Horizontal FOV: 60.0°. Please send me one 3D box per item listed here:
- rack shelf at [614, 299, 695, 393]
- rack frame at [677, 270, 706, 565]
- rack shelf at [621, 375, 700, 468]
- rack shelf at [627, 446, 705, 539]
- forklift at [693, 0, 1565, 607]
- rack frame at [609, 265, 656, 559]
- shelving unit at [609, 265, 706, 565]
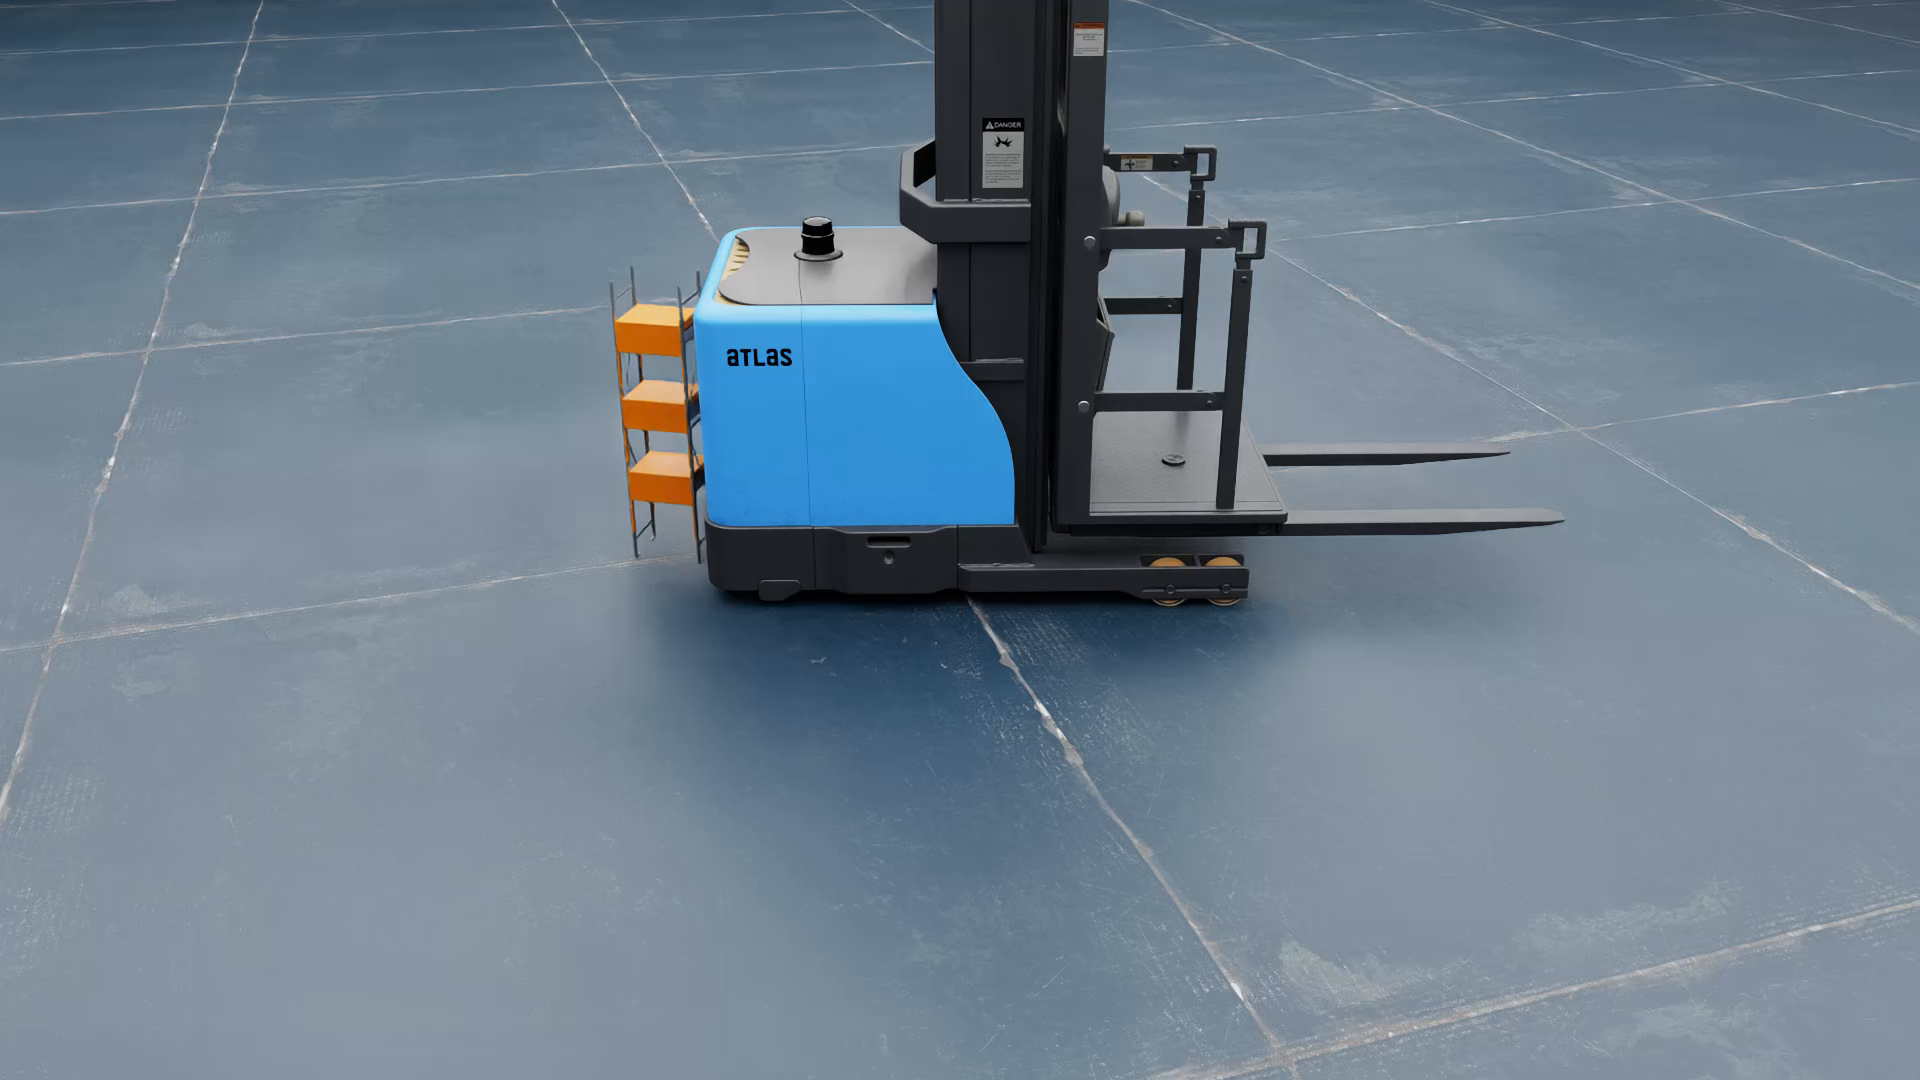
[{"bbox_3d":[-1.050,-0.682,5.825,0.240,0.259,0.215,5,26,11],"label":"rack shelf"},{"bbox_3d":[-0.931,-0.424,5.921,0.008,1.050,0.200,5,26,11],"label":"rack frame"},{"bbox_3d":[-1.050,-0.426,5.948,0.240,0.259,0.215,5,26,11],"label":"rack shelf"},{"bbox_3d":[-1.051,-0.176,6.069,0.240,0.259,0.215,5,26,11],"label":"rack shelf"},{"bbox_3d":[0.627,-1.318,5.610,3.031,2.935,1.130,-1,26,-1],"label":"forklift"},{"bbox_3d":[-1.170,-0.447,5.966,0.008,1.050,0.200,5,26,11],"label":"rack frame"},{"bbox_3d":[-1.050,-0.436,5.943,0.252,1.050,0.215,5,26,11],"label":"shelving unit"}]
